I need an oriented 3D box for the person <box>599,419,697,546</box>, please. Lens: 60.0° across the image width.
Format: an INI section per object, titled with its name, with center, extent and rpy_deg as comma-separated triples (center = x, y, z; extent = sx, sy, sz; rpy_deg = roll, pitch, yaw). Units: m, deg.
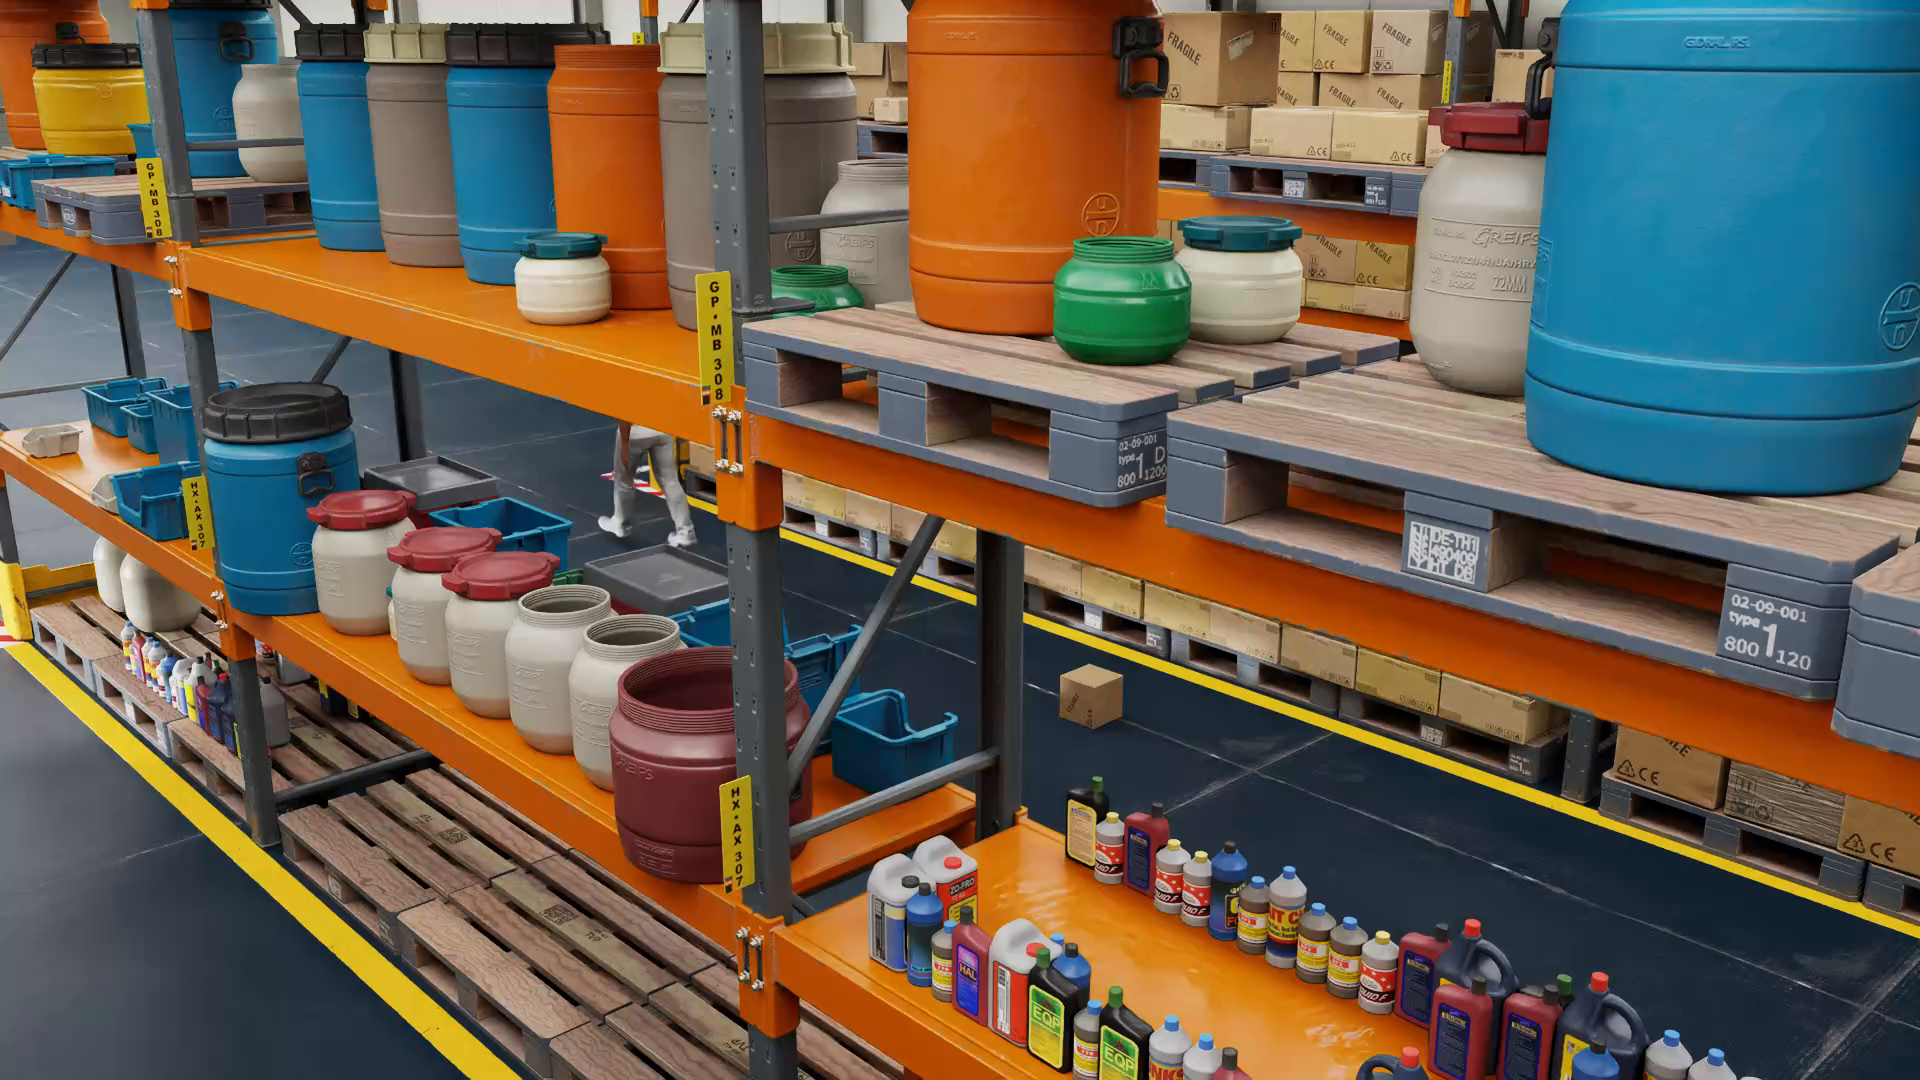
[person]
center = -2.293, -0.805, 12.122
extent = 0.587, 1.728, 1.025
rpy_deg = -13, 21, -35
